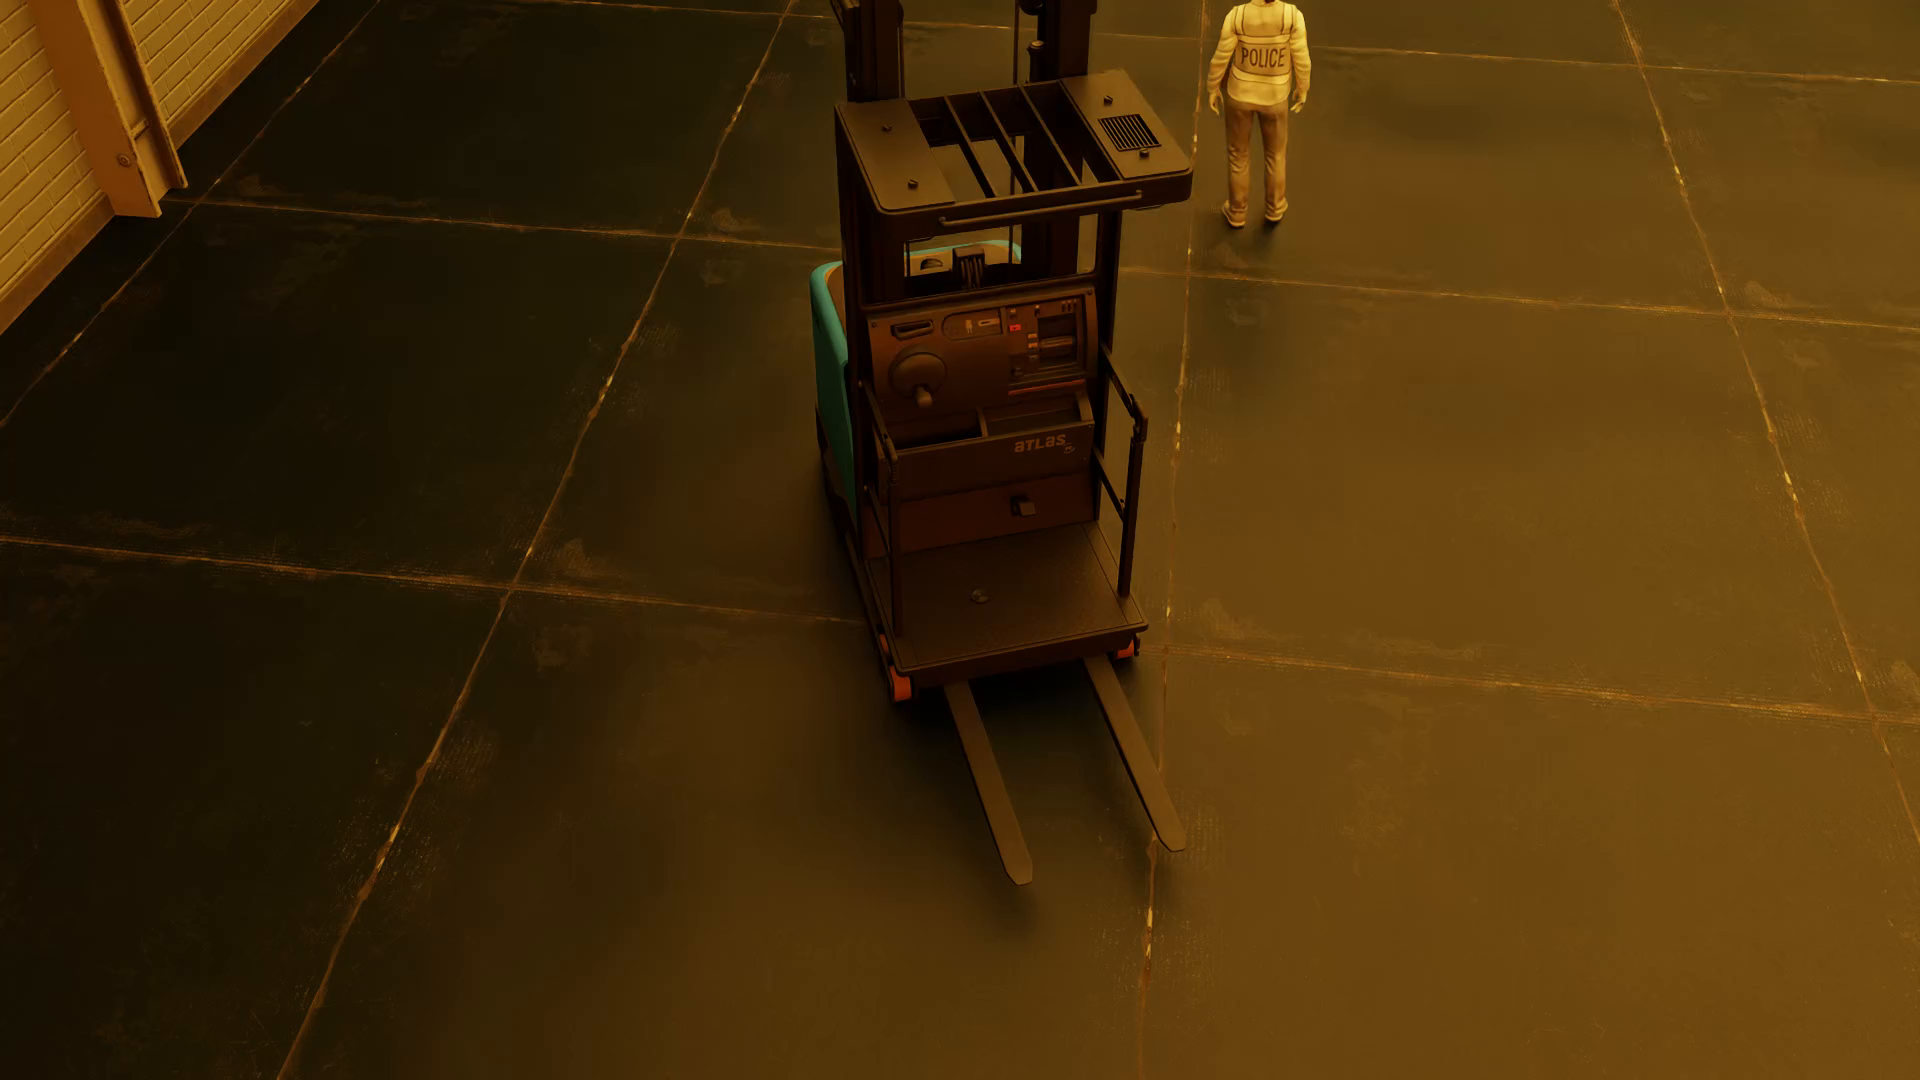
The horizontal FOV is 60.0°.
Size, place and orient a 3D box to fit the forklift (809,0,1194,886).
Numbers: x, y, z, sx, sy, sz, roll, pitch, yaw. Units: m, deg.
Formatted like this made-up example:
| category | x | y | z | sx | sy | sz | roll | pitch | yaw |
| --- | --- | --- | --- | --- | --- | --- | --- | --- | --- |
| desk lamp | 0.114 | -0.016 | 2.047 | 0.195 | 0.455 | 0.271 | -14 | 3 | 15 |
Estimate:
| category | x | y | z | sx | sy | sz | roll | pitch | yaw |
| --- | --- | --- | --- | --- | --- | --- | --- | --- | --- |
| forklift | 0.153 | -0.681 | 6.465 | 1.130 | 2.935 | 3.031 | -10 | 44 | -11 |

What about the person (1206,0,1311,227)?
| category | x | y | z | sx | sy | sz | roll | pitch | yaw |
| --- | --- | --- | --- | --- | --- | --- | --- | --- | --- |
| person | 1.679 | -2.548 | 9.407 | 0.575 | 1.701 | 0.518 | 5 | 43 | 6 |
